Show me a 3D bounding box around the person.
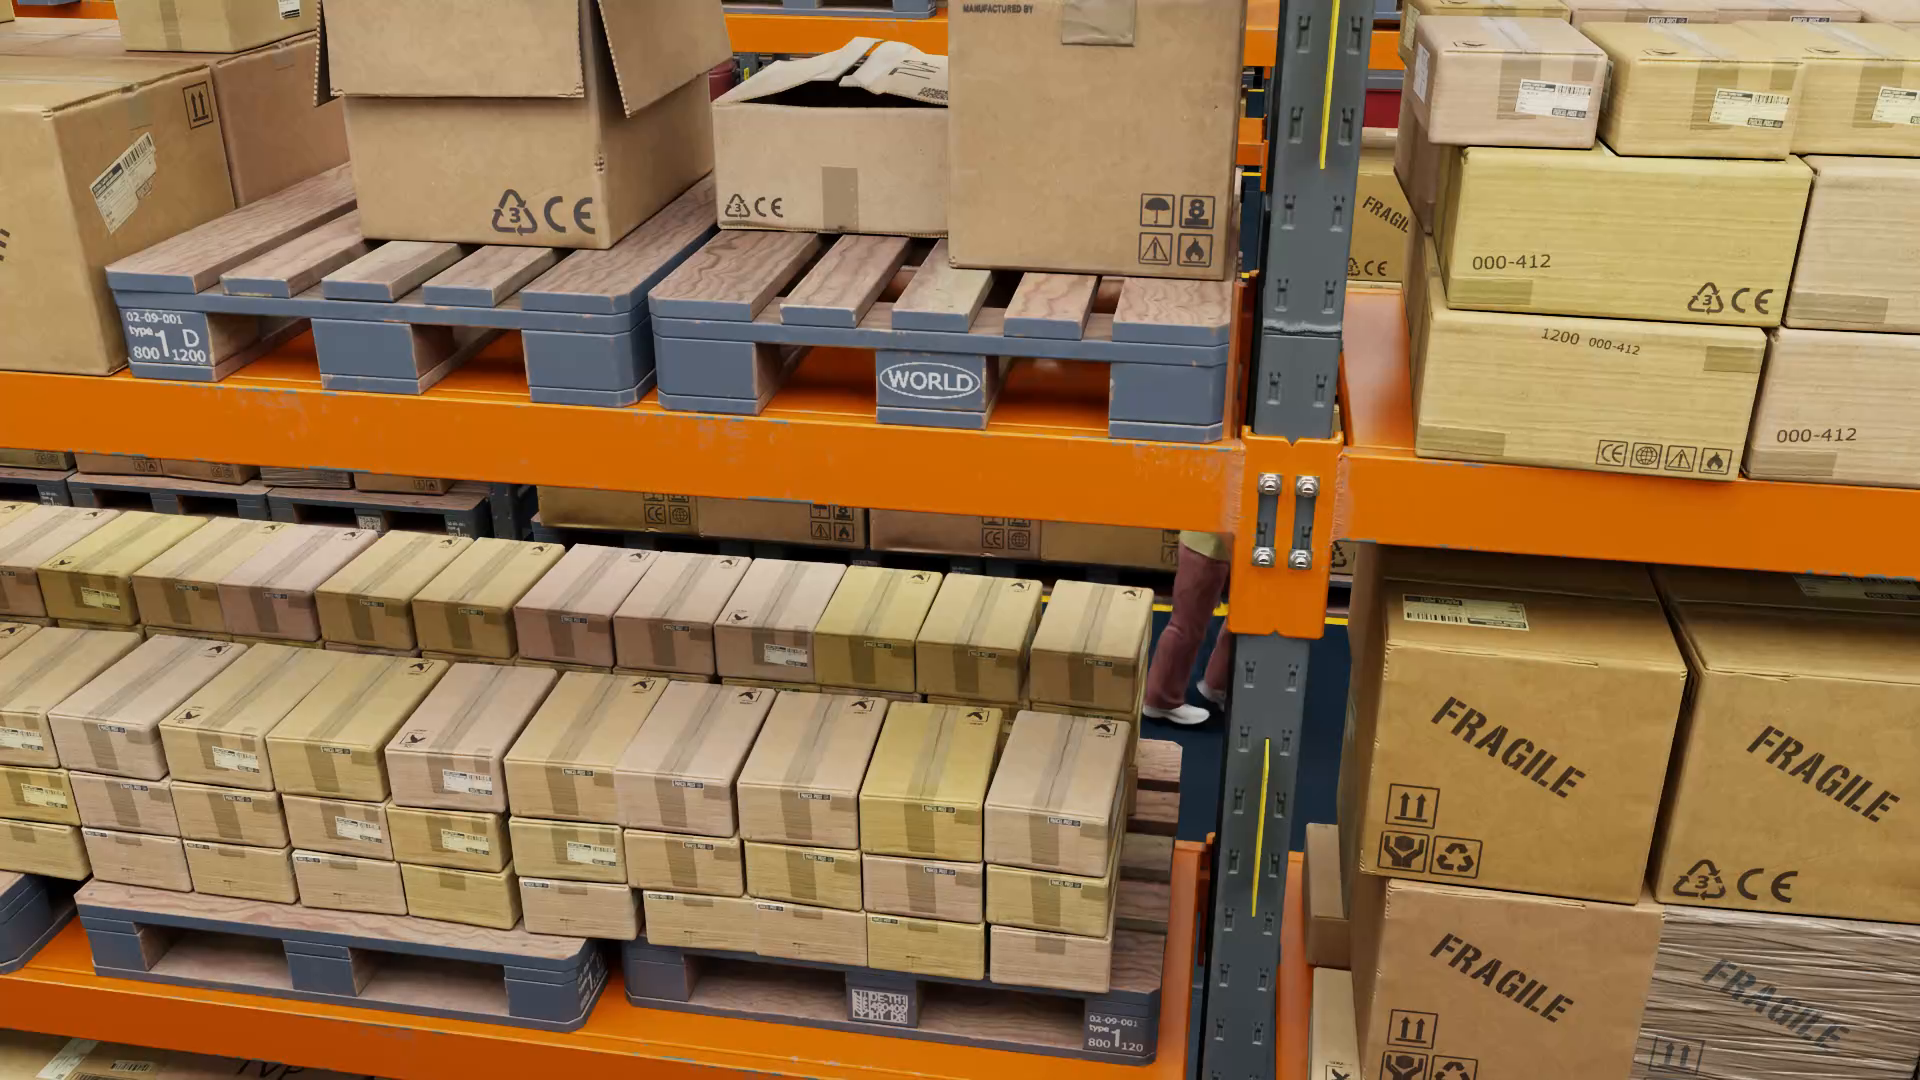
[{"bbox_3d":[1.064,0.056,7.024,0.537,1.722,0.466,5,25,11],"label":"person"}]
